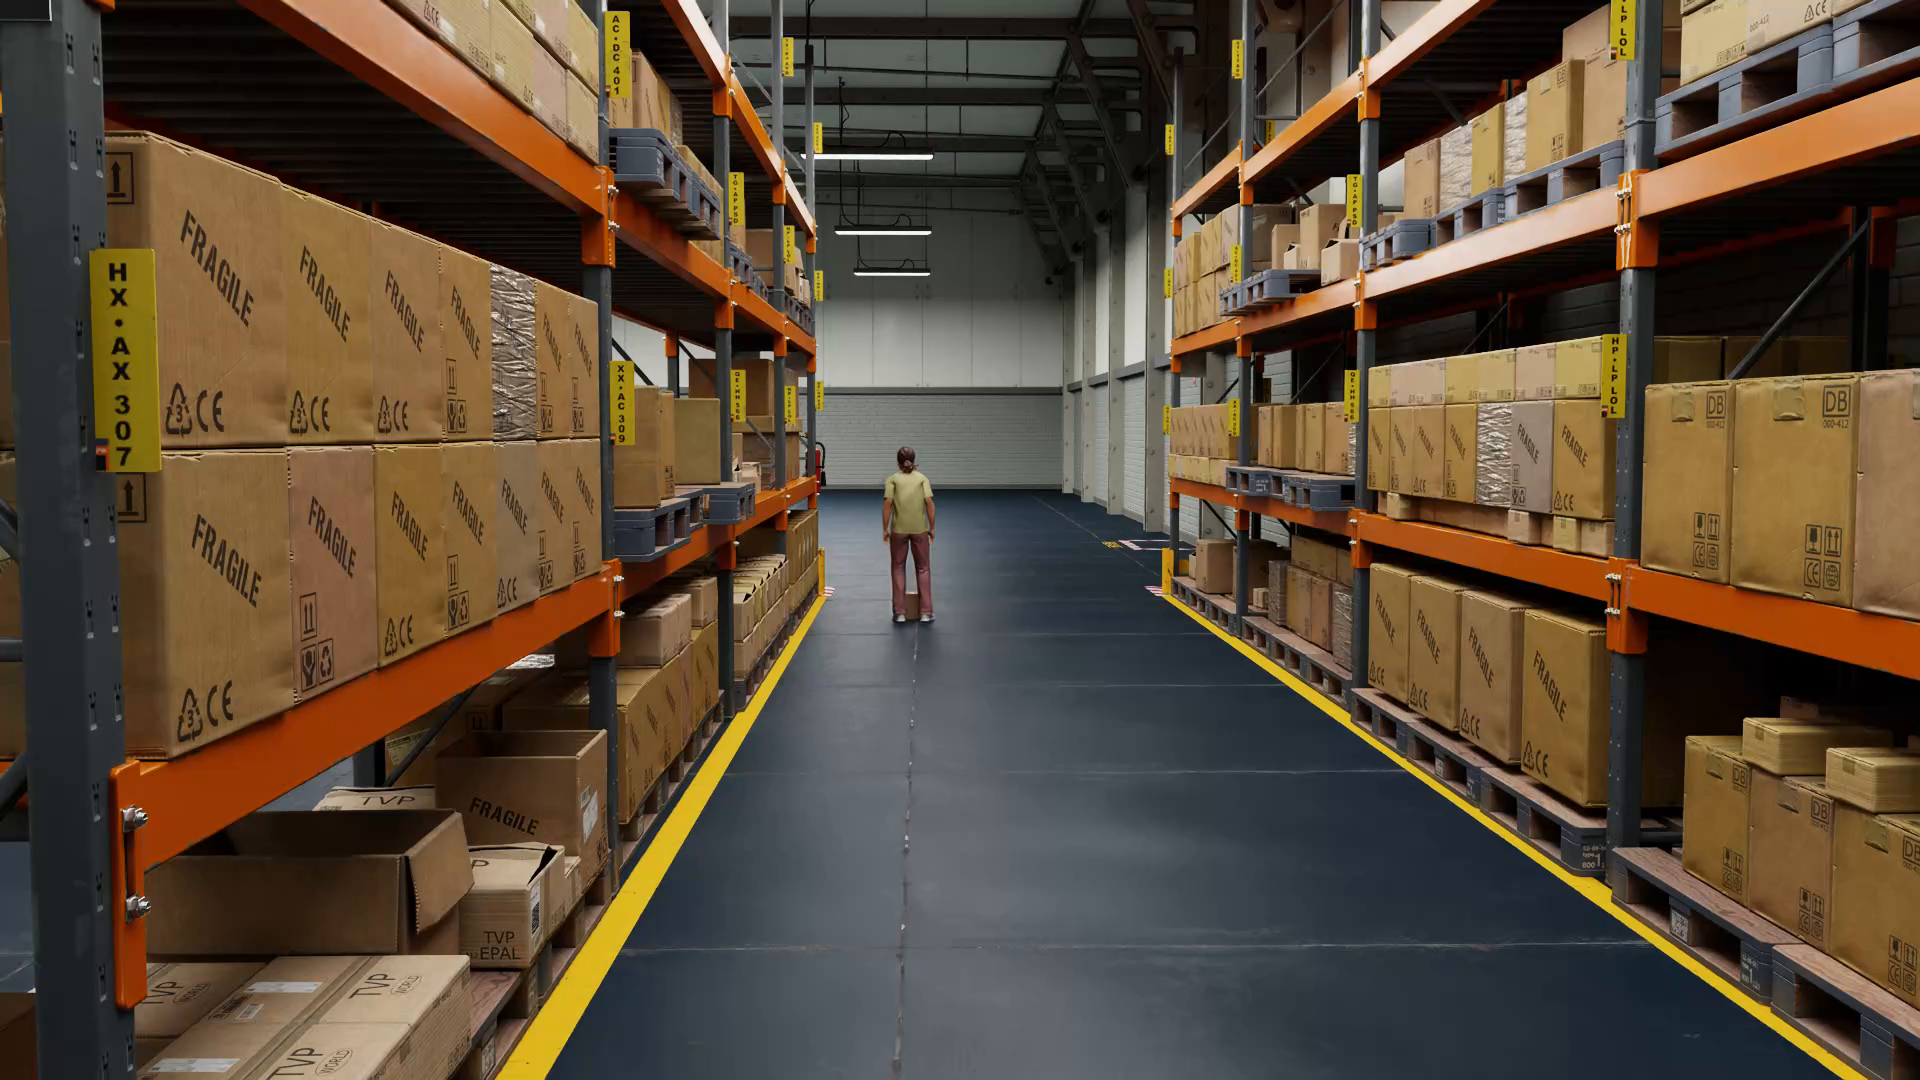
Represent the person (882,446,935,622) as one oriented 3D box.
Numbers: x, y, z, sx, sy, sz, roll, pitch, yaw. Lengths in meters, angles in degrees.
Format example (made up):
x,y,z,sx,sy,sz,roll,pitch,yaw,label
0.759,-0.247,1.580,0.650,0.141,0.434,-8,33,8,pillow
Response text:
x,y,z,sx,sy,sz,roll,pitch,yaw,label
-0.484,-0.058,15.842,0.519,1.671,0.362,0,4,-6,person
